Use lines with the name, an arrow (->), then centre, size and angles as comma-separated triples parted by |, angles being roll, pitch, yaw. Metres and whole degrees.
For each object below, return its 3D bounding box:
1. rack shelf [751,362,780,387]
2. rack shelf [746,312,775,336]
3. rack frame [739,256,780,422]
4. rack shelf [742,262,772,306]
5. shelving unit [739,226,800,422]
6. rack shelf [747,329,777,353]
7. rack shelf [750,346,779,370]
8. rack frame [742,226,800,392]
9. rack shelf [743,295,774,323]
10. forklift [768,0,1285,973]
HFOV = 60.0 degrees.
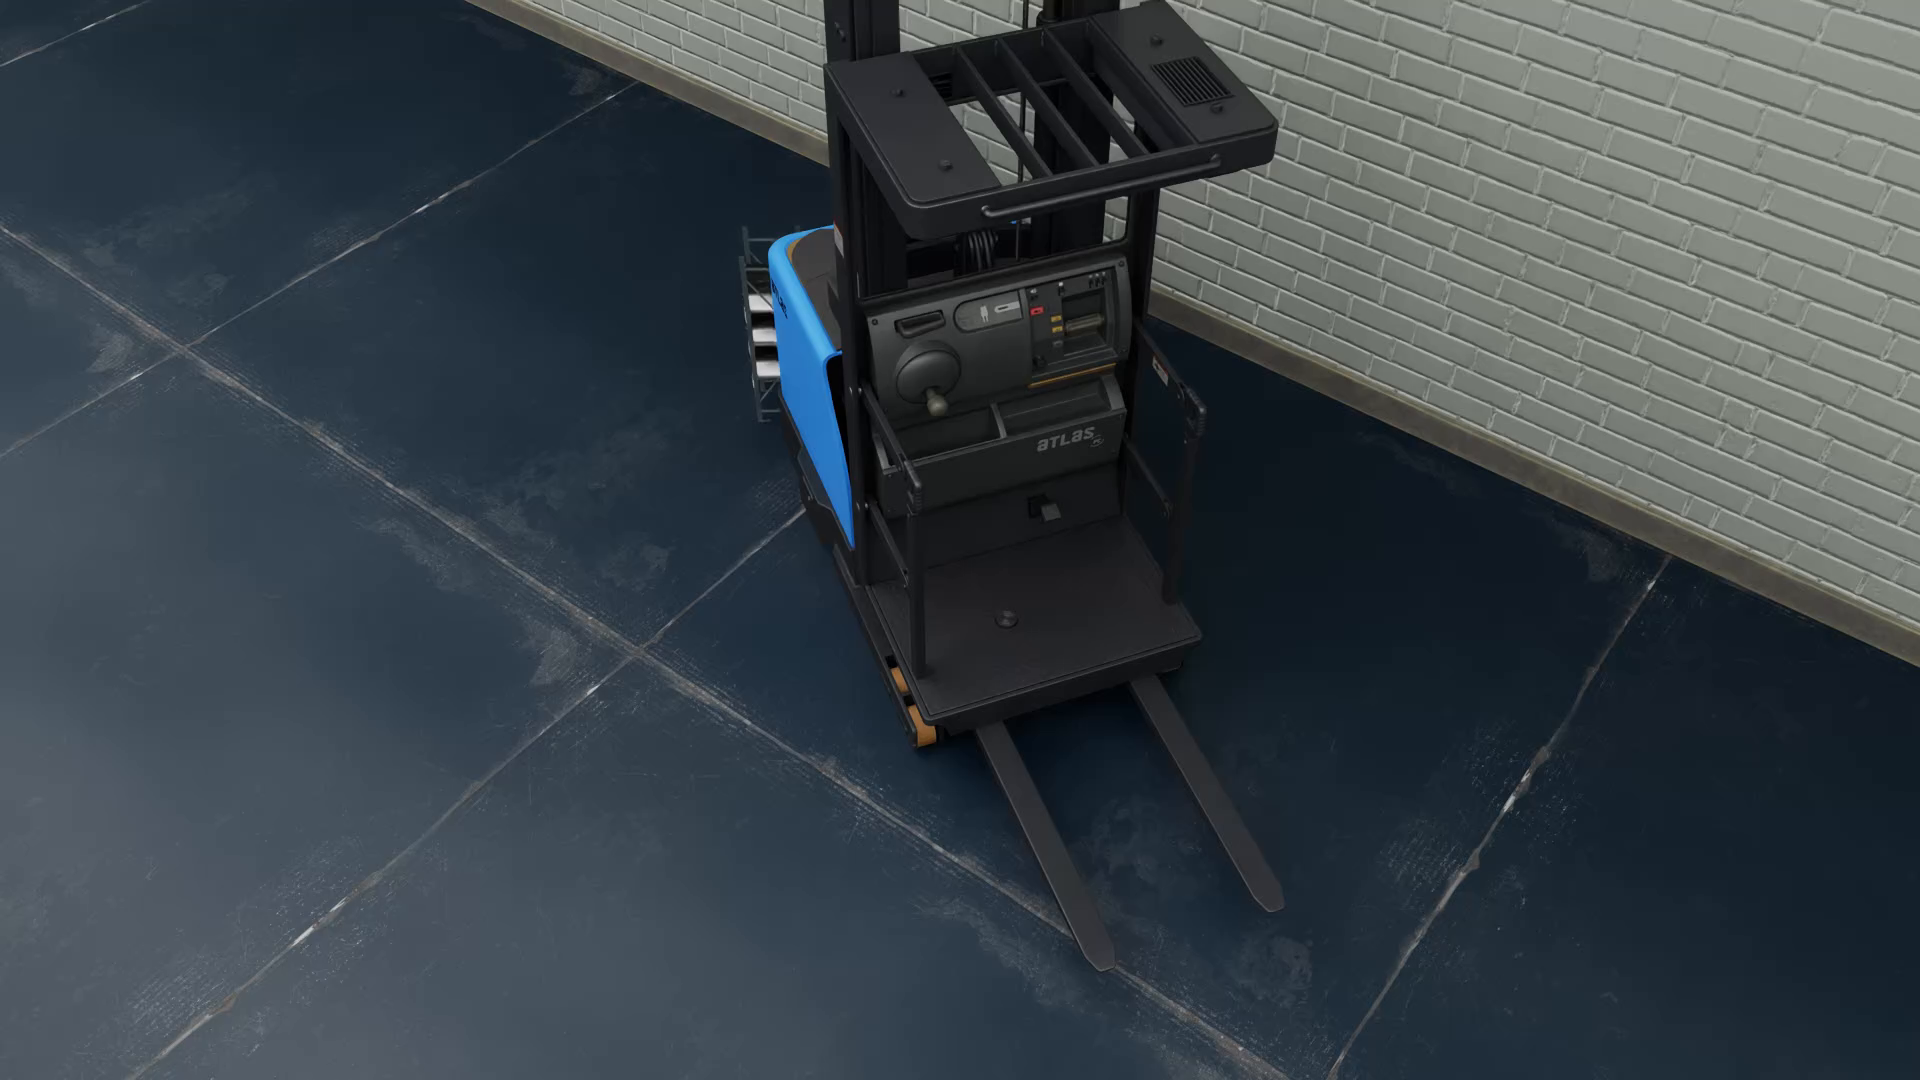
rack shelf -> -0.783, -0.768, 7.320 | 0.258, 0.077, 0.200 | -1, 46, -1
rack shelf -> -0.783, -0.955, 7.126 | 0.258, 0.077, 0.200 | -1, 46, -1
rack frame -> -0.780, -0.843, 7.096 | 0.240, 0.900, 0.006 | -1, 46, -1
rack shelf -> -0.783, -1.080, 6.996 | 0.258, 0.077, 0.200 | -1, 46, -1
shelving unit -> -0.783, -0.916, 7.167 | 0.258, 0.900, 0.210 | -1, 46, -1
rack shelf -> -0.783, -0.893, 7.191 | 0.258, 0.077, 0.200 | -1, 46, -1
rack shelf -> -0.783, -0.830, 7.256 | 0.258, 0.077, 0.200 | -1, 46, -1
rack frame -> -0.785, -0.989, 7.237 | 0.240, 0.900, 0.006 | -1, 46, -1
rack shelf -> -0.783, -1.018, 7.061 | 0.258, 0.077, 0.200 | -1, 46, -1
forklift -> 0.220, -0.591, 5.452 | 1.130, 2.935, 3.031 | -15, 48, -14
